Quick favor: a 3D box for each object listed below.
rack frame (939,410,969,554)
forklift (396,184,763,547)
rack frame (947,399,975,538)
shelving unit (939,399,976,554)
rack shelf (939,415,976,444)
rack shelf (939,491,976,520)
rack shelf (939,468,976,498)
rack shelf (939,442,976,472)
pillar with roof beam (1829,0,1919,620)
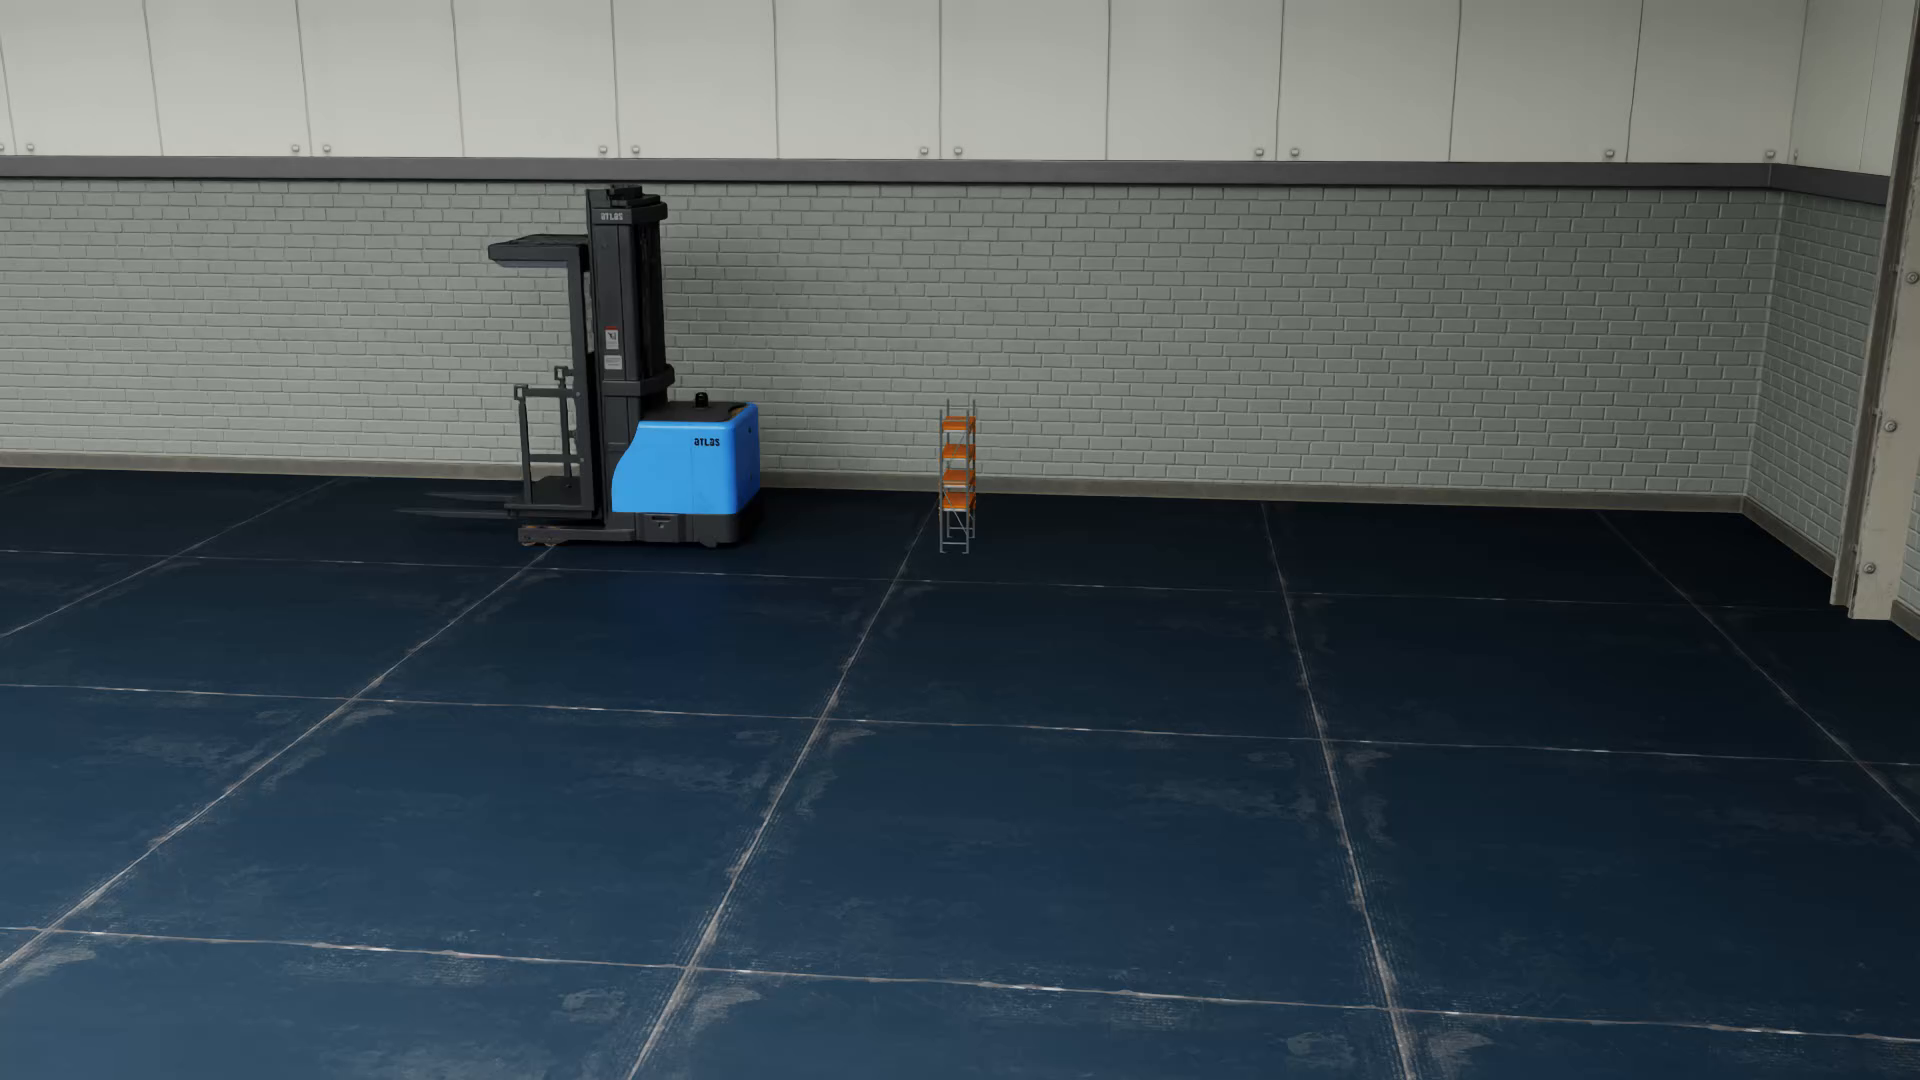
[{"bbox_3d":[-0.046,-0.473,13.613,0.240,1.200,0.015,2,15,6],"label":"rack frame"},{"bbox_3d":[-3.292,-1.495,14.076,3.031,2.935,1.130,2,15,6],"label":"forklift"},{"bbox_3d":[0.009,-0.600,14.081,0.240,1.200,0.015,2,15,6],"label":"rack frame"},{"bbox_3d":[-0.019,-0.536,13.847,0.258,1.200,0.503,2,15,6],"label":"shelving unit"},{"bbox_3d":[-0.019,-0.916,13.744,0.258,0.148,0.480,2,15,6],"label":"rack shelf"},{"bbox_3d":[-0.019,-0.280,13.916,0.258,0.148,0.480,2,15,6],"label":"rack shelf"},{"bbox_3d":[-0.019,-0.471,13.864,0.258,0.148,0.480,2,15,6],"label":"rack shelf"},{"bbox_3d":[-0.019,-0.687,13.806,0.258,0.148,0.480,2,15,6],"label":"rack shelf"},{"bbox_3d":[2.352,-3.948,11.523,9.100,9.000,0.400,2,15,6],"label":"pillar with roof beam"}]
